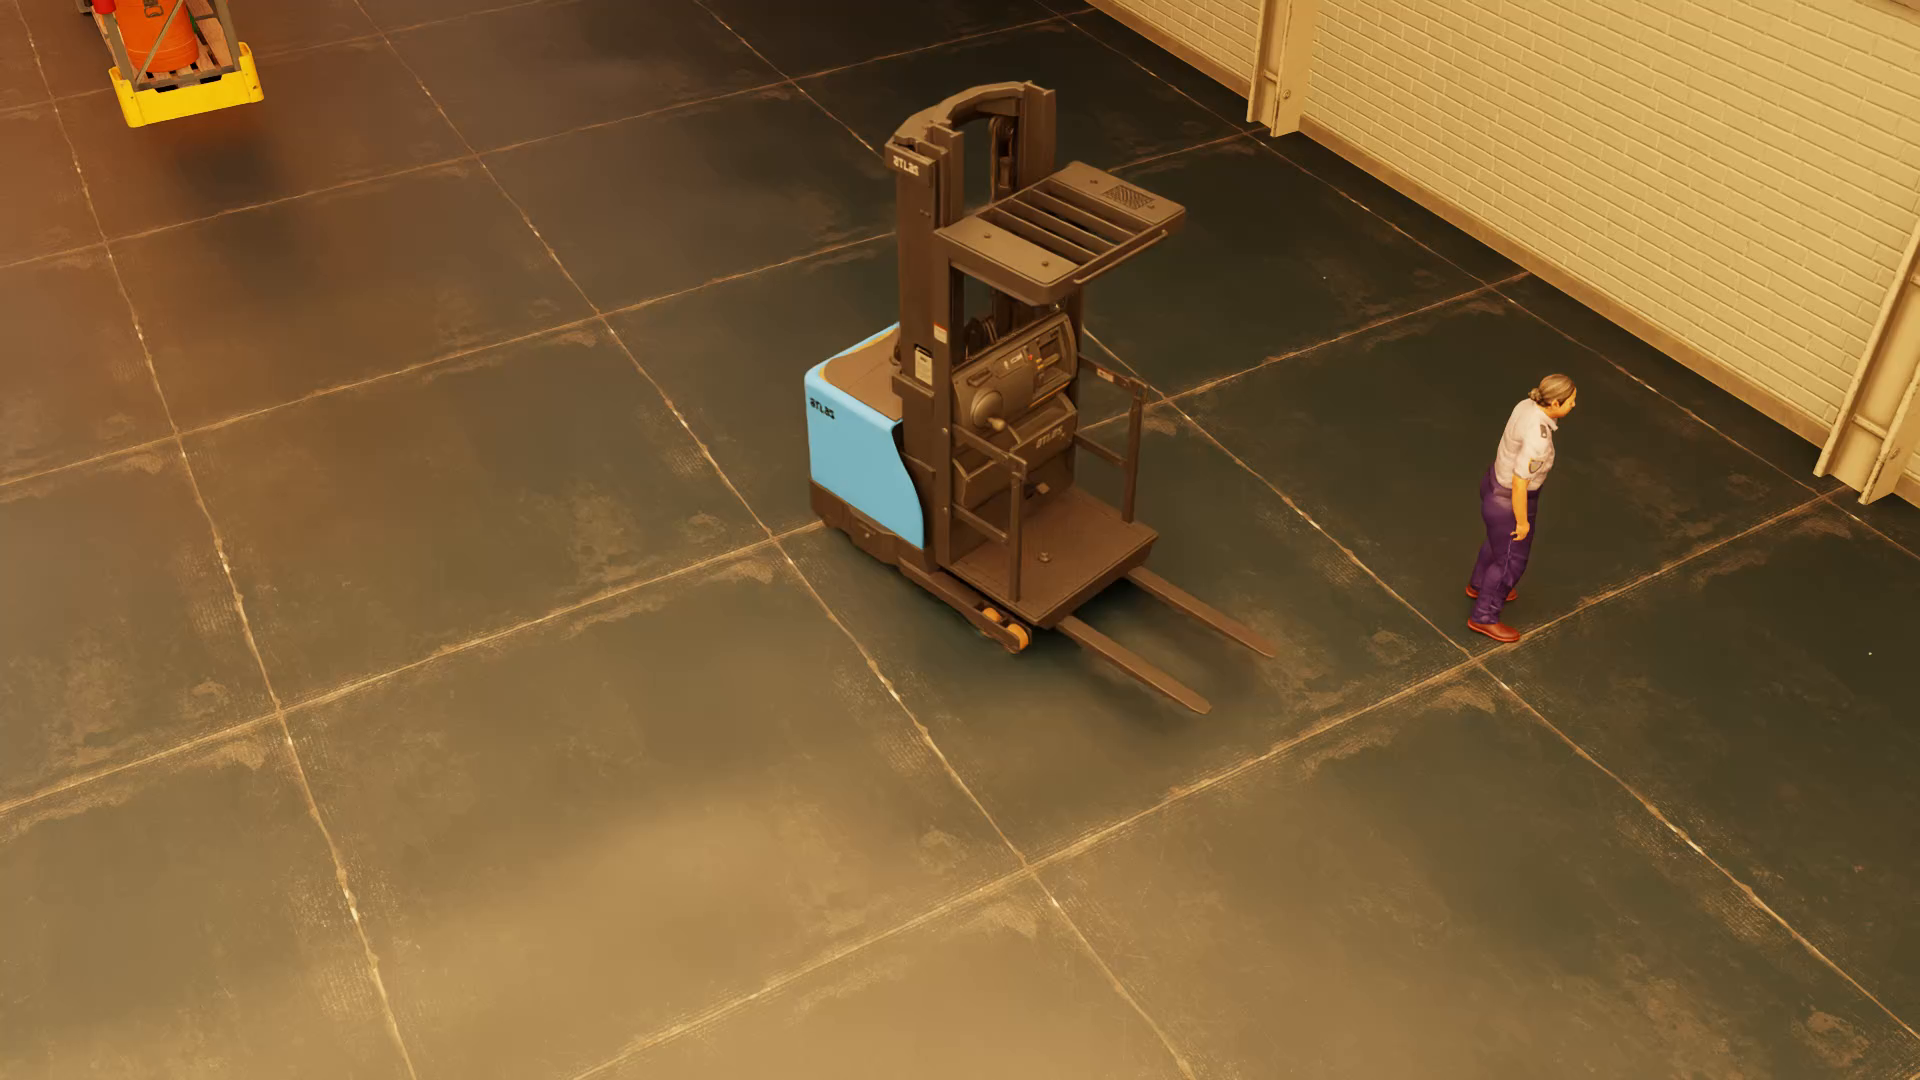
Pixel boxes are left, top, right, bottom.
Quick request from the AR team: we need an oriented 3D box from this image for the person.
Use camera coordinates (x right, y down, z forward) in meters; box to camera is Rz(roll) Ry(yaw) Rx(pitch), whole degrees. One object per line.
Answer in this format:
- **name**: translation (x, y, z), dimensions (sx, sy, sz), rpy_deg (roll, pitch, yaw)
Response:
- **person**: translation (3.108, -0.220, 9.307), dimensions (0.373, 1.650, 0.548), rpy_deg (7, 40, 8)

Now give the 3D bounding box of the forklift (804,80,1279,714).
- **forklift**: translation (0.461, -0.857, 9.070), dimensions (3.031, 2.935, 1.130), rpy_deg (32, 49, 33)
